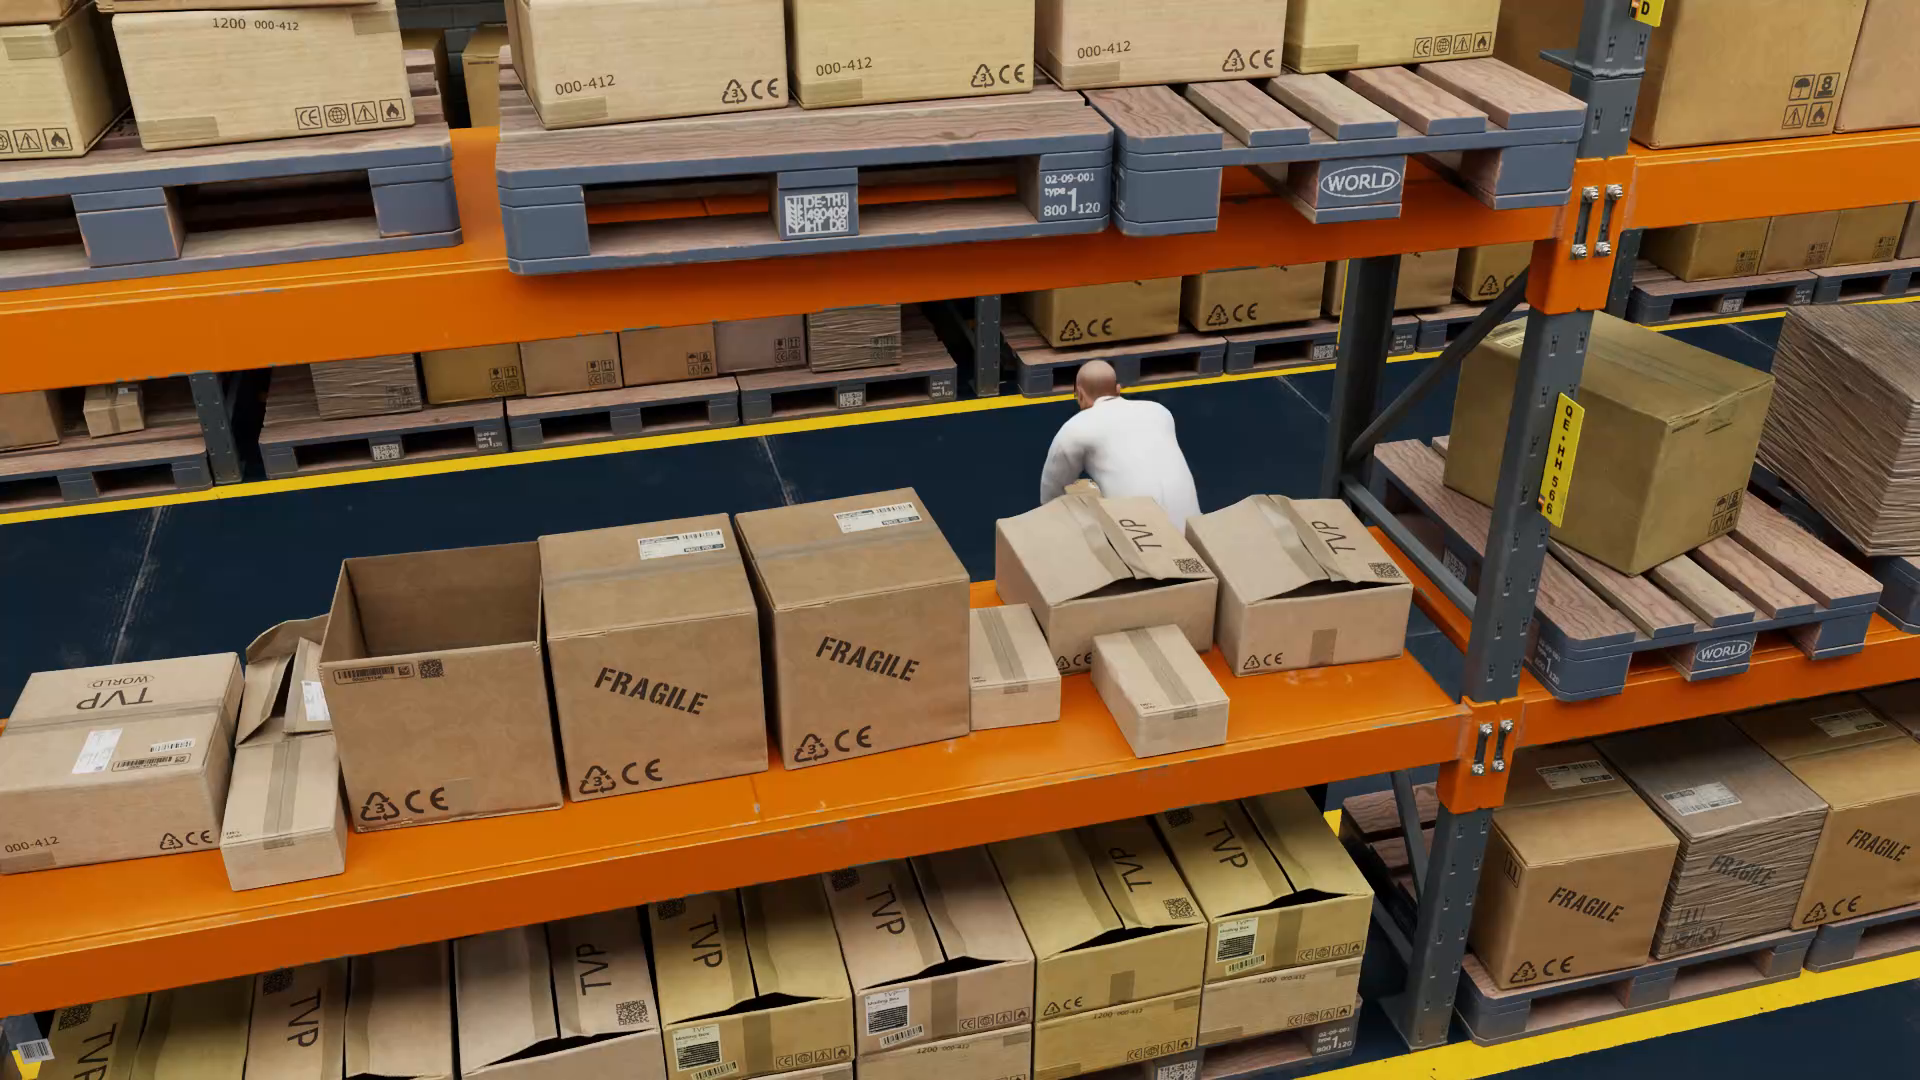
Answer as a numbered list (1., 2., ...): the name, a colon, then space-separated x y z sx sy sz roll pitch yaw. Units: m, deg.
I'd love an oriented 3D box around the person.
1. person: 0.683 -0.110 6.974 0.619 1.144 0.851 -8 31 -13
